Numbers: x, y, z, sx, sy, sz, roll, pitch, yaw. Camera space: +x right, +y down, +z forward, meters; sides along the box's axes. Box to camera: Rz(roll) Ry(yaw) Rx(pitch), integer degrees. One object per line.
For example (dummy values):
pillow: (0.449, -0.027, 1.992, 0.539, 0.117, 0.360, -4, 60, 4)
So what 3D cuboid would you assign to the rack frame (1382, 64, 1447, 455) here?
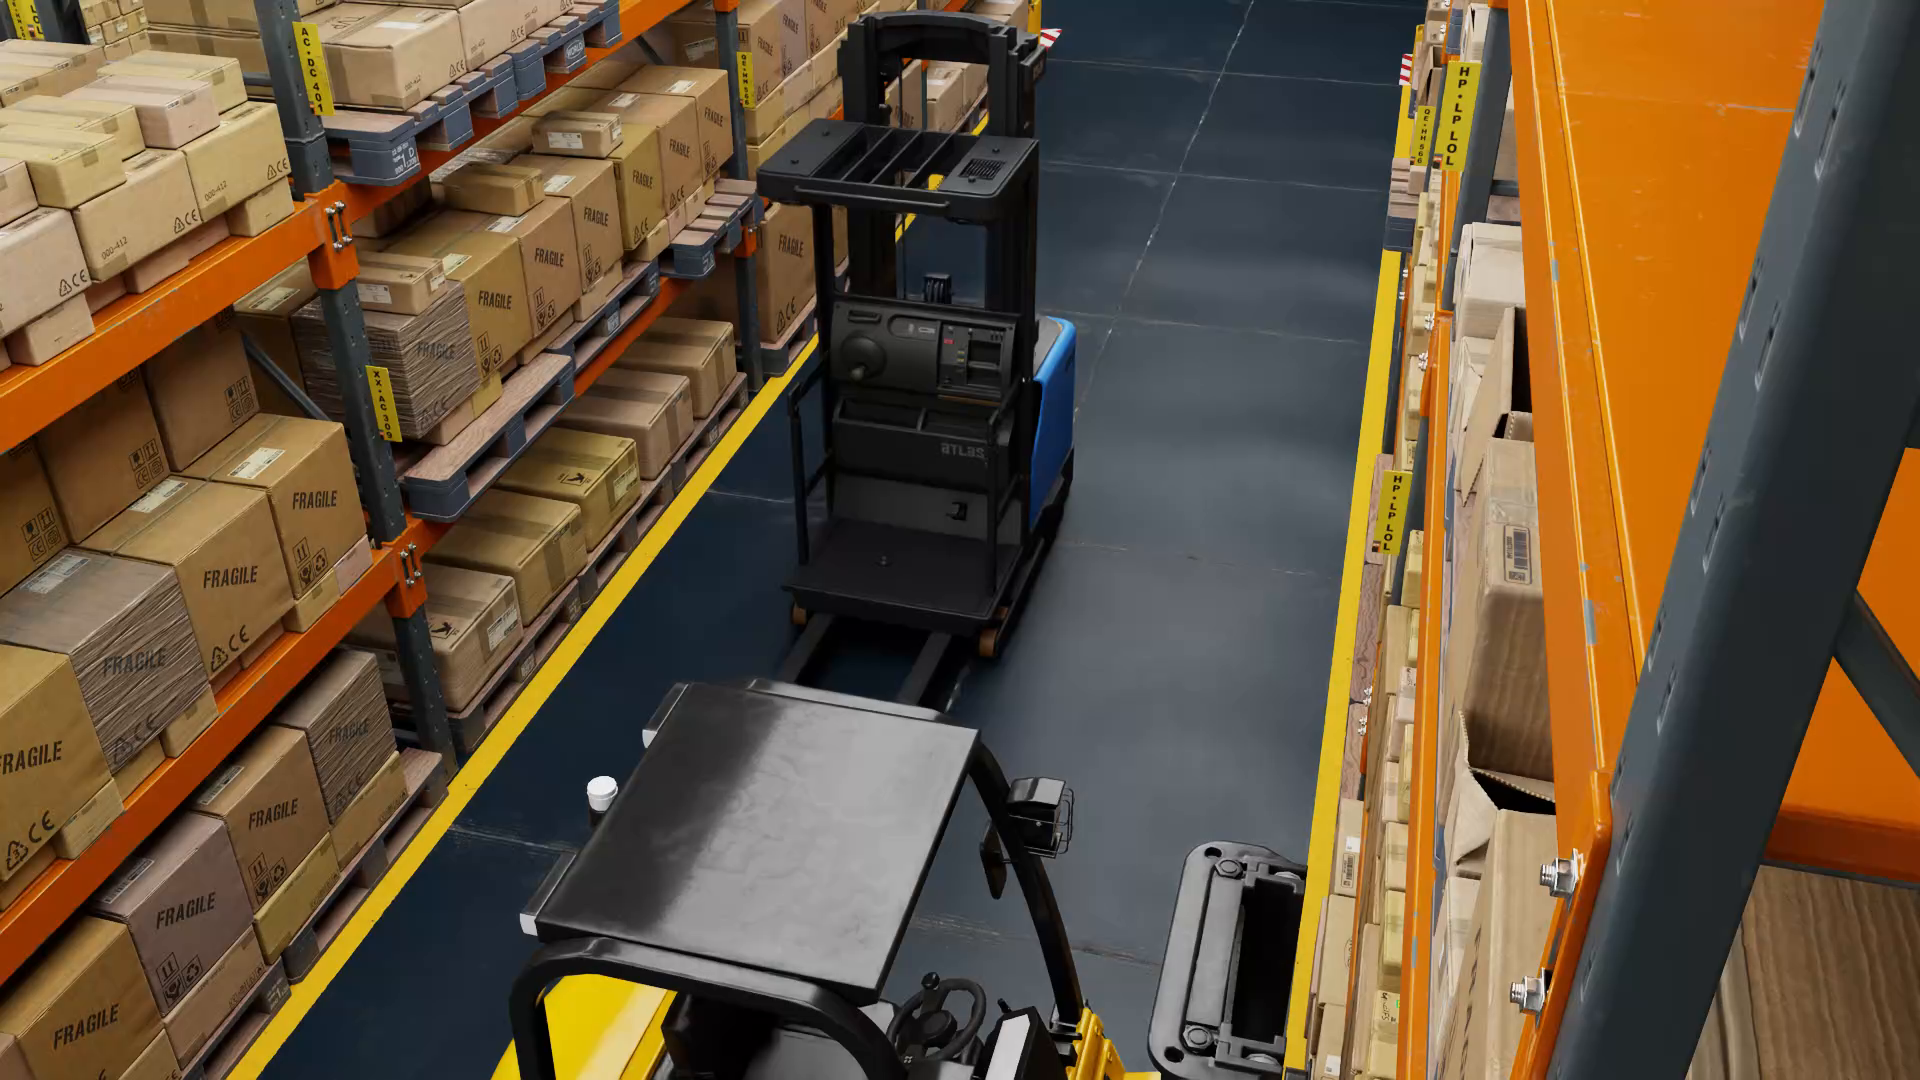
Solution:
rack frame: (3.015, -1.642, 9.107, 1.000, 3.000, 0.127, 8, 33, 12)

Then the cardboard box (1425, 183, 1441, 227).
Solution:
cardboard box: (2.583, -1.694, 8.491, 0.380, 0.149, 0.250, 9, 33, 13)

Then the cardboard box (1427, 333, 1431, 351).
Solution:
cardboard box: (2.168, -0.757, 7.016, 0.380, 0.149, 0.250, 8, 33, 13)

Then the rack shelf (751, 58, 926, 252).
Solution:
rack shelf: (-1.279, -3.050, 11.992, 1.077, 0.370, 4.000, 8, 33, 12)

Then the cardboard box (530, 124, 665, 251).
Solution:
cardboard box: (-1.881, -1.855, 8.680, 0.500, 0.500, 0.500, 6, 33, 9)

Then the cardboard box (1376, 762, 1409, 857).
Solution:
cardboard box: (1.359, 0.775, 4.607, 0.380, 0.149, 0.250, 8, 33, 12)

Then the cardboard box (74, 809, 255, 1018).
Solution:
cardboard box: (-2.948, 1.299, 5.953, 0.500, 0.500, 0.500, 10, 34, 15)

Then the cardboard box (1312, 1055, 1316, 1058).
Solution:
cardboard box: (1.453, 1.677, 5.592, 0.500, 0.250, 0.500, 8, 33, 12)

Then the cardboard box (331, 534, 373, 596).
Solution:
cardboard box: (-2.588, 0.074, 6.641, 0.380, 0.149, 0.250, 8, 33, 12)

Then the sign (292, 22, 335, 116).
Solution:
sign: (-2.275, -1.654, 5.848, 0.100, 0.325, 0.005, 8, 33, 12)

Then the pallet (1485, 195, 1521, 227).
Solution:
pallet: (2.212, -1.211, 5.811, 0.805, 0.209, 1.217, 7, 33, 10)

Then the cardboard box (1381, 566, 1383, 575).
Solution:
cardboard box: (2.686, -0.155, 8.590, 0.875, 0.625, 0.625, 9, 34, 14)

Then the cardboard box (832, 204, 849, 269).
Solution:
cardboard box: (-1.301, -2.406, 11.897, 0.875, 0.875, 0.875, 8, 33, 13)

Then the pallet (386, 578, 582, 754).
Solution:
pallet: (-2.606, 0.532, 8.285, 1.003, 0.211, 1.213, 8, 33, 12)

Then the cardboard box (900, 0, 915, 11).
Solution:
cardboard box: (-0.648, -4.277, 12.926, 0.500, 0.250, 0.500, 8, 33, 12)

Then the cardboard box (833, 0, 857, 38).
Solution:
cardboard box: (-1.031, -3.789, 11.459, 0.500, 0.500, 0.500, 9, 33, 13)

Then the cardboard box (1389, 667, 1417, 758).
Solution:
cardboard box: (1.433, 0.519, 4.733, 0.380, 0.149, 0.250, 9, 33, 13)

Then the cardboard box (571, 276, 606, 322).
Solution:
cardboard box: (-1.998, -1.228, 8.298, 0.380, 0.149, 0.250, 9, 34, 14)

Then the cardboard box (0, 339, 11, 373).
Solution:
cardboard box: (-3.009, -0.539, 4.811, 0.380, 0.149, 0.250, 9, 33, 13)

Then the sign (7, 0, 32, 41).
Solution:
sign: (-6.063, -3.352, 10.717, 0.100, 0.325, 0.005, 8, 33, 12)

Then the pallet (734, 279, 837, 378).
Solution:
pallet: (-1.514, -1.538, 11.542, 1.003, 0.211, 1.213, 8, 33, 12)

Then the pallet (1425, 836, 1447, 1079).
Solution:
pallet: (1.190, 0.918, 2.367, 1.003, 0.211, 1.213, 8, 33, 12)

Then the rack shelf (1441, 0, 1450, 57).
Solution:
rack shelf: (3.523, -3.642, 10.128, 1.077, 0.370, 4.000, 8, 33, 12)

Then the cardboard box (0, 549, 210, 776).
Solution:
cardboard box: (-2.925, 0.395, 5.533, 0.500, 0.500, 0.500, 9, 34, 14)

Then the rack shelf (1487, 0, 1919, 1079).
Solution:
rack shelf: (1.493, -0.588, 2.900, 1.077, 0.370, 4.000, 8, 33, 12)

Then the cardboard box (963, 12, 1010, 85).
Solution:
cardboard box: (-0.051, -4.731, 15.963, 0.875, 0.438, 0.875, 9, 34, 14)

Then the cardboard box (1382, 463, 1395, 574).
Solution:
cardboard box: (1.997, -0.062, 6.761, 0.500, 0.250, 0.500, 8, 33, 12)

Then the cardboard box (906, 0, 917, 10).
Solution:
cardboard box: (-0.642, -4.061, 13.052, 0.500, 0.250, 0.500, 7, 33, 11)

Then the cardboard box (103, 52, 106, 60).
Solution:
cardboard box: (-6.223, -3.352, 11.640, 0.380, 0.149, 0.250, 10, 34, 15)

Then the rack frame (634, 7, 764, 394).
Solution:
rack frame: (-1.787, -2.316, 10.167, 1.000, 3.000, 0.127, 8, 33, 12)

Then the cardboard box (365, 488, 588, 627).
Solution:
cardboard box: (-2.492, 0.046, 8.510, 0.950, 0.372, 0.625, 10, 34, 15)

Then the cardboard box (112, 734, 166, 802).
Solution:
cardboard box: (-2.937, 0.731, 5.609, 0.380, 0.149, 0.250, 7, 33, 12)

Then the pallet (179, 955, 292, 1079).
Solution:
pallet: (-3.246, 1.925, 6.095, 1.003, 0.211, 1.213, 8, 33, 12)

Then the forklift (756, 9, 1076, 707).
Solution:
forklift: (-0.245, -0.875, 7.964, 1.130, 2.935, 3.031, 9, 34, 14)

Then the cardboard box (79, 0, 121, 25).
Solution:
cardboard box: (-6.163, -3.740, 11.694, 0.380, 0.149, 0.250, 8, 33, 12)

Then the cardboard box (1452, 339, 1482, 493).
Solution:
cardboard box: (1.330, -0.266, 3.787, 0.396, 0.266, 0.258, 7, 33, 11)

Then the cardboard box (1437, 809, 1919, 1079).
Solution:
cardboard box: (0.862, 0.719, 2.019, 0.500, 0.500, 0.500, 9, 34, 14)

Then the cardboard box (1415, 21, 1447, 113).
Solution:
cardboard box: (3.361, -3.040, 10.822, 0.700, 0.500, 0.500, 8, 33, 12)

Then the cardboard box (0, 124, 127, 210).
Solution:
cardboard box: (-2.754, -1.122, 4.983, 0.380, 0.149, 0.250, 9, 34, 14)

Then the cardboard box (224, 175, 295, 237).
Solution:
cardboard box: (-2.586, -1.194, 5.841, 0.380, 0.149, 0.250, 8, 33, 13)

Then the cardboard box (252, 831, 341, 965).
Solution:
cardboard box: (-2.817, 1.364, 6.550, 0.500, 0.250, 0.500, 7, 33, 11)

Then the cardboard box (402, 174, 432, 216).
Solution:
cardboard box: (-2.694, -1.634, 7.728, 0.380, 0.149, 0.250, 7, 33, 10)

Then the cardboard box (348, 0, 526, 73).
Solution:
cardboard box: (-2.138, -2.132, 6.830, 0.500, 0.250, 0.500, 8, 33, 12)

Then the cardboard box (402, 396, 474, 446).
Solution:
cardboard box: (-2.356, -0.555, 7.240, 0.380, 0.149, 0.250, 8, 33, 13)

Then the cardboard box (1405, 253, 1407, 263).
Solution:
cardboard box: (3.434, -2.084, 11.740, 0.500, 0.500, 0.500, 7, 33, 11)

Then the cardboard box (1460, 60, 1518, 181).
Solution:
cardboard box: (1.948, -1.423, 5.564, 0.500, 0.311, 0.500, 7, 33, 11)

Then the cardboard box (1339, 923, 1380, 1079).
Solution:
cardboard box: (1.243, 1.380, 4.260, 0.500, 0.500, 0.500, 8, 33, 13)

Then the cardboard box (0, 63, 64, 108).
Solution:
cardboard box: (-3.235, -1.479, 5.545, 0.380, 0.149, 0.250, 9, 34, 14)

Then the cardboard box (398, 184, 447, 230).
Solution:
cardboard box: (-2.645, -1.380, 7.933, 0.500, 0.500, 0.500, 9, 34, 14)

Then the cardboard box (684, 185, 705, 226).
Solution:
cardboard box: (-1.661, -1.899, 9.354, 0.380, 0.149, 0.250, 8, 33, 12)

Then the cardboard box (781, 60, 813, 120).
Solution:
cardboard box: (-1.287, -2.961, 10.855, 0.500, 0.250, 0.500, 9, 33, 14)
